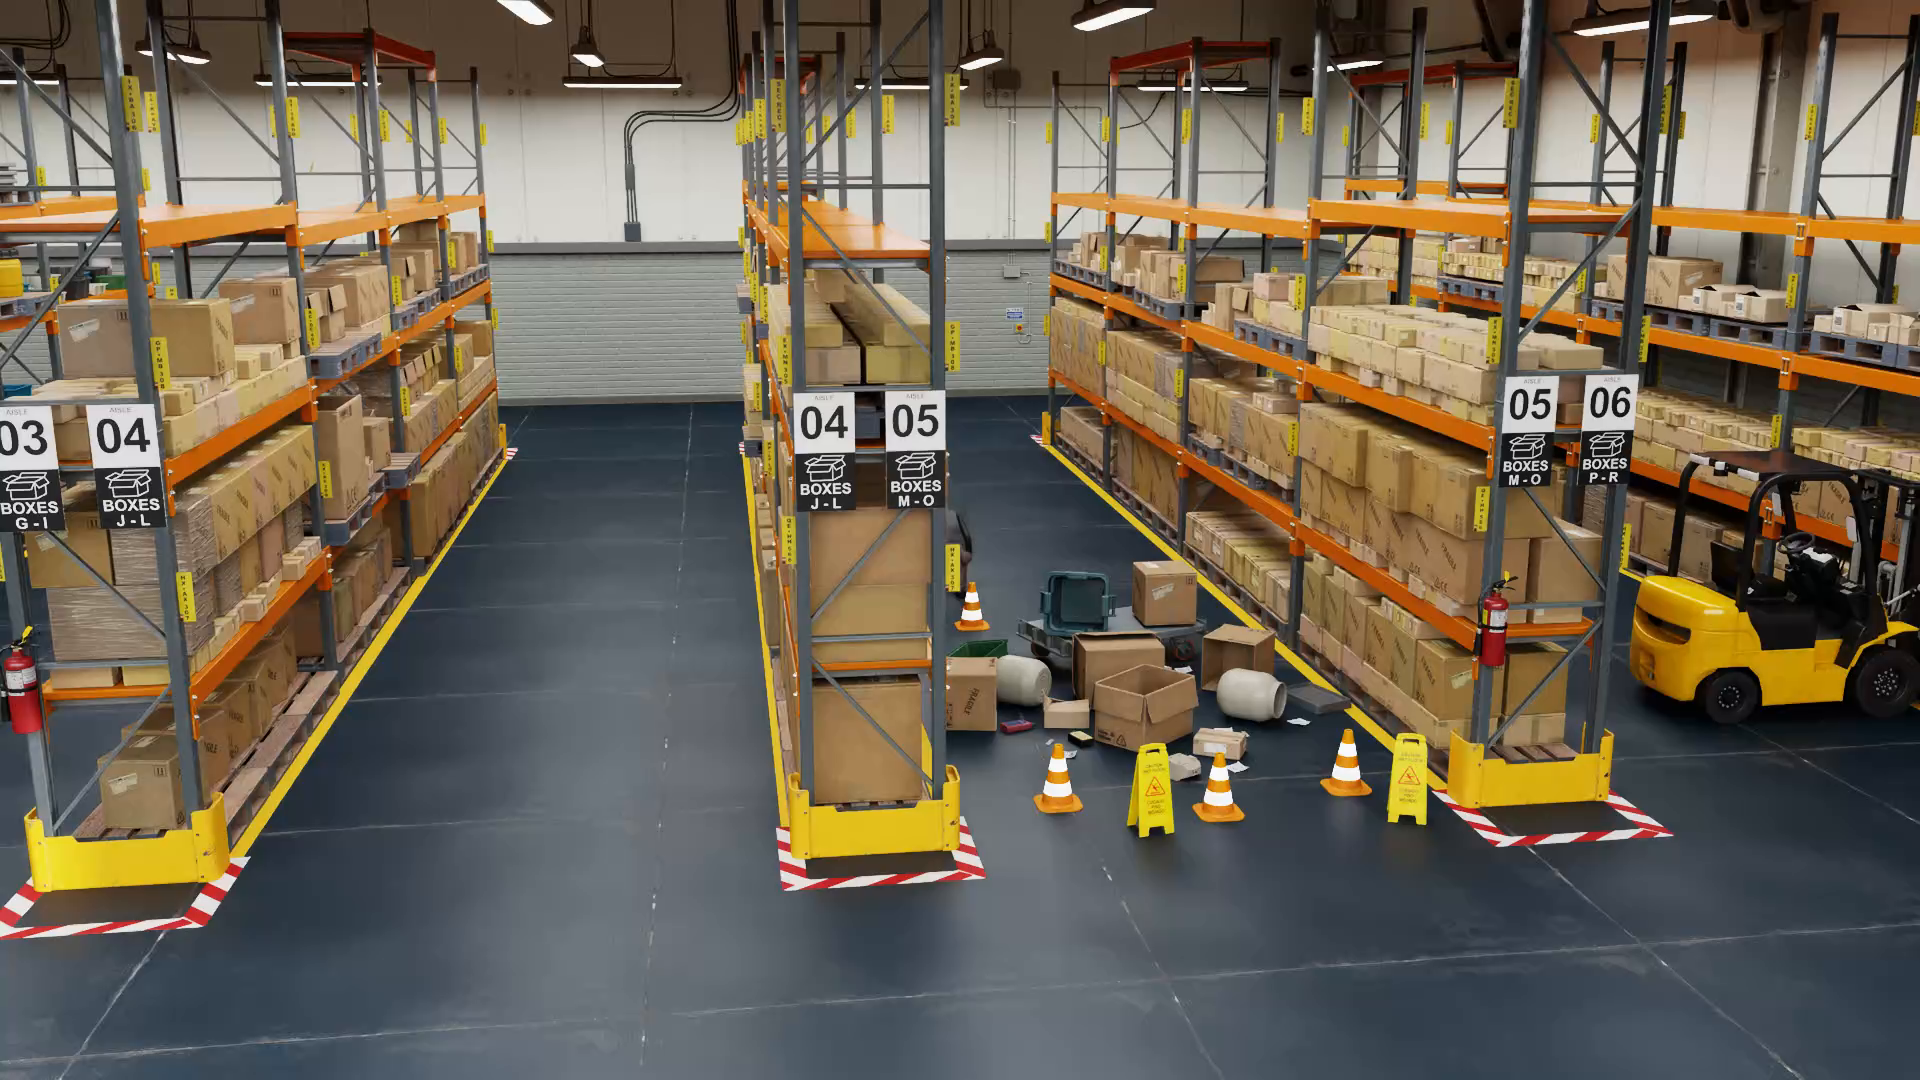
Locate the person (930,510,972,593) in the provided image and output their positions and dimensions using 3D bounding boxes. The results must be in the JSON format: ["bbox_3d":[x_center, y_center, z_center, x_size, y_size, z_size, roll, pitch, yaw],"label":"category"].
[{"bbox_3d":[-0.169,0.089,18.166,0.541,0.926,0.859,-2,13,-8],"label":"person"}]
